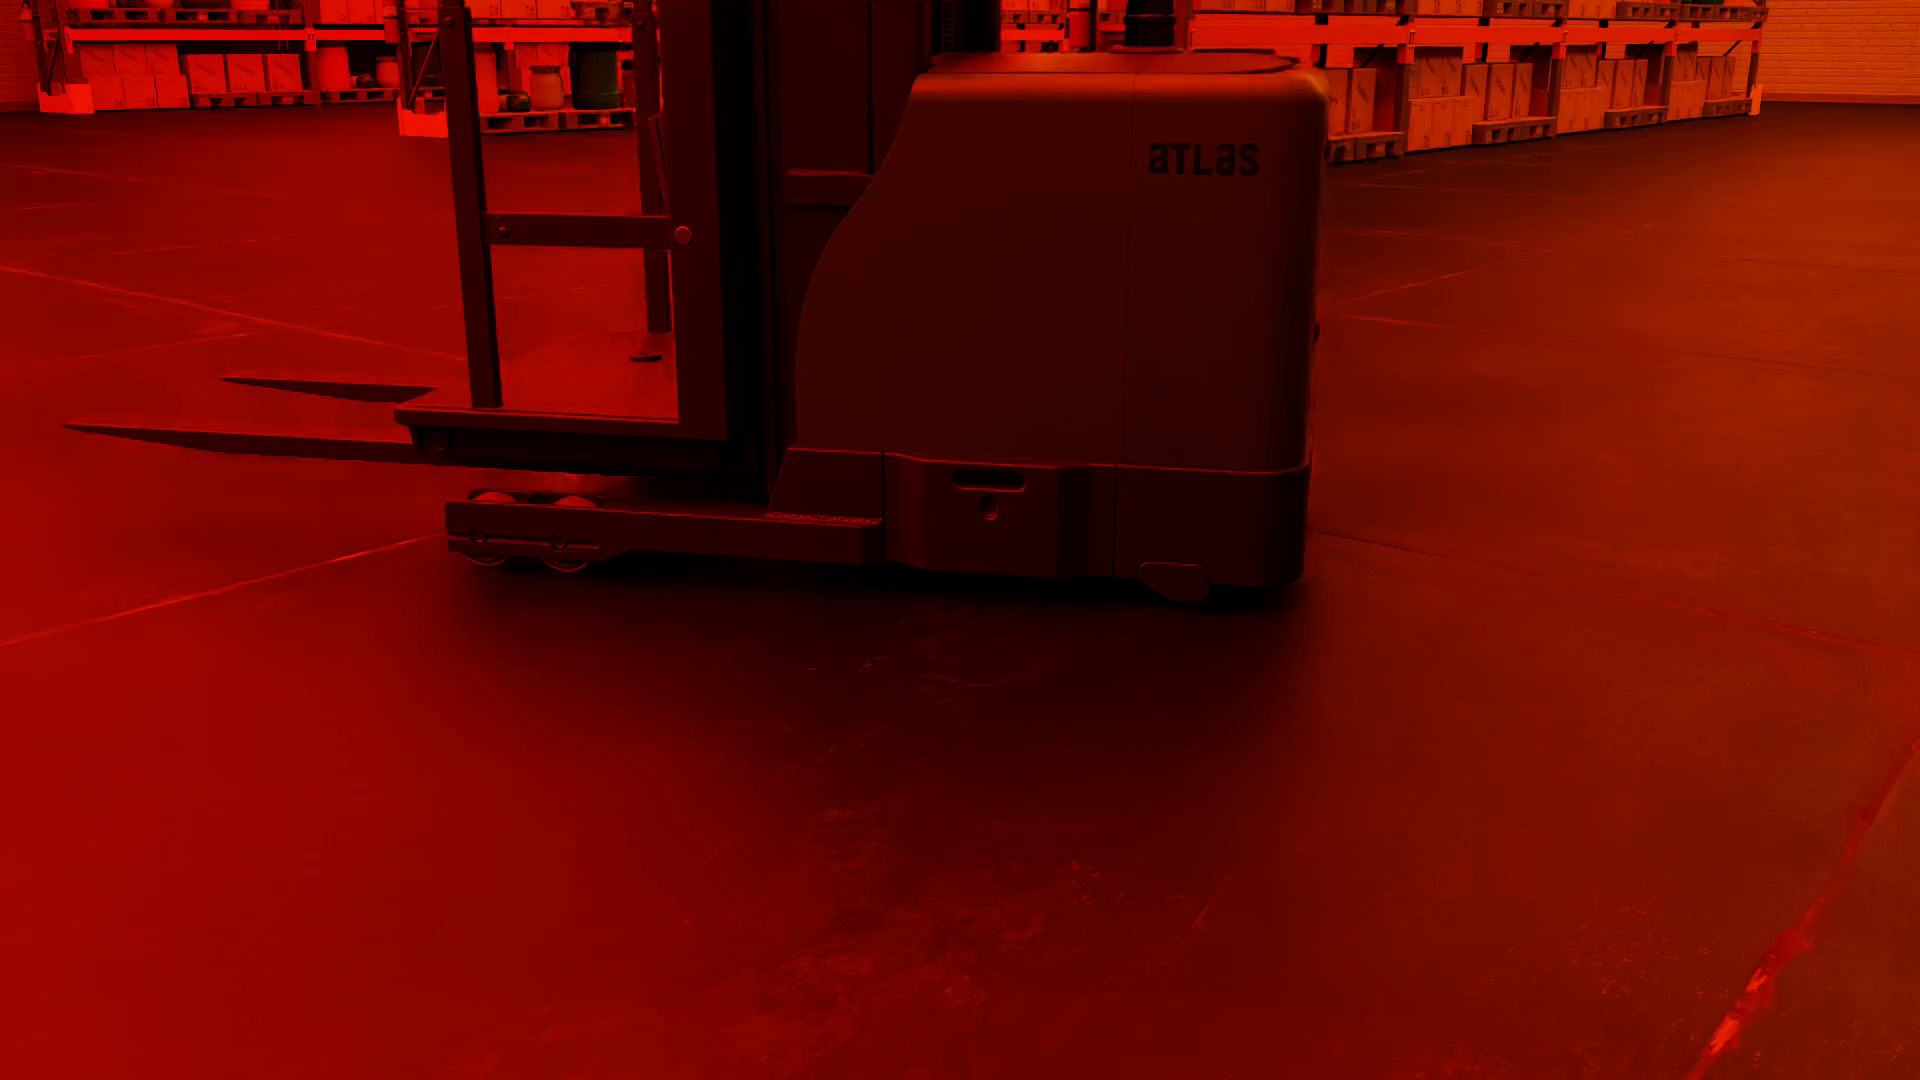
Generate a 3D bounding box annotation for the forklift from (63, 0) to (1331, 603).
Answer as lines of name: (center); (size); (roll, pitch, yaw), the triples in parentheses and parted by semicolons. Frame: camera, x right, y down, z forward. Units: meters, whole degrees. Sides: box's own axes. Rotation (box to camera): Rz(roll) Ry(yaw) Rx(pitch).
forklift: (-0.677, -1.475, 3.756); (3.031, 2.935, 1.130); (4, 17, 12)
